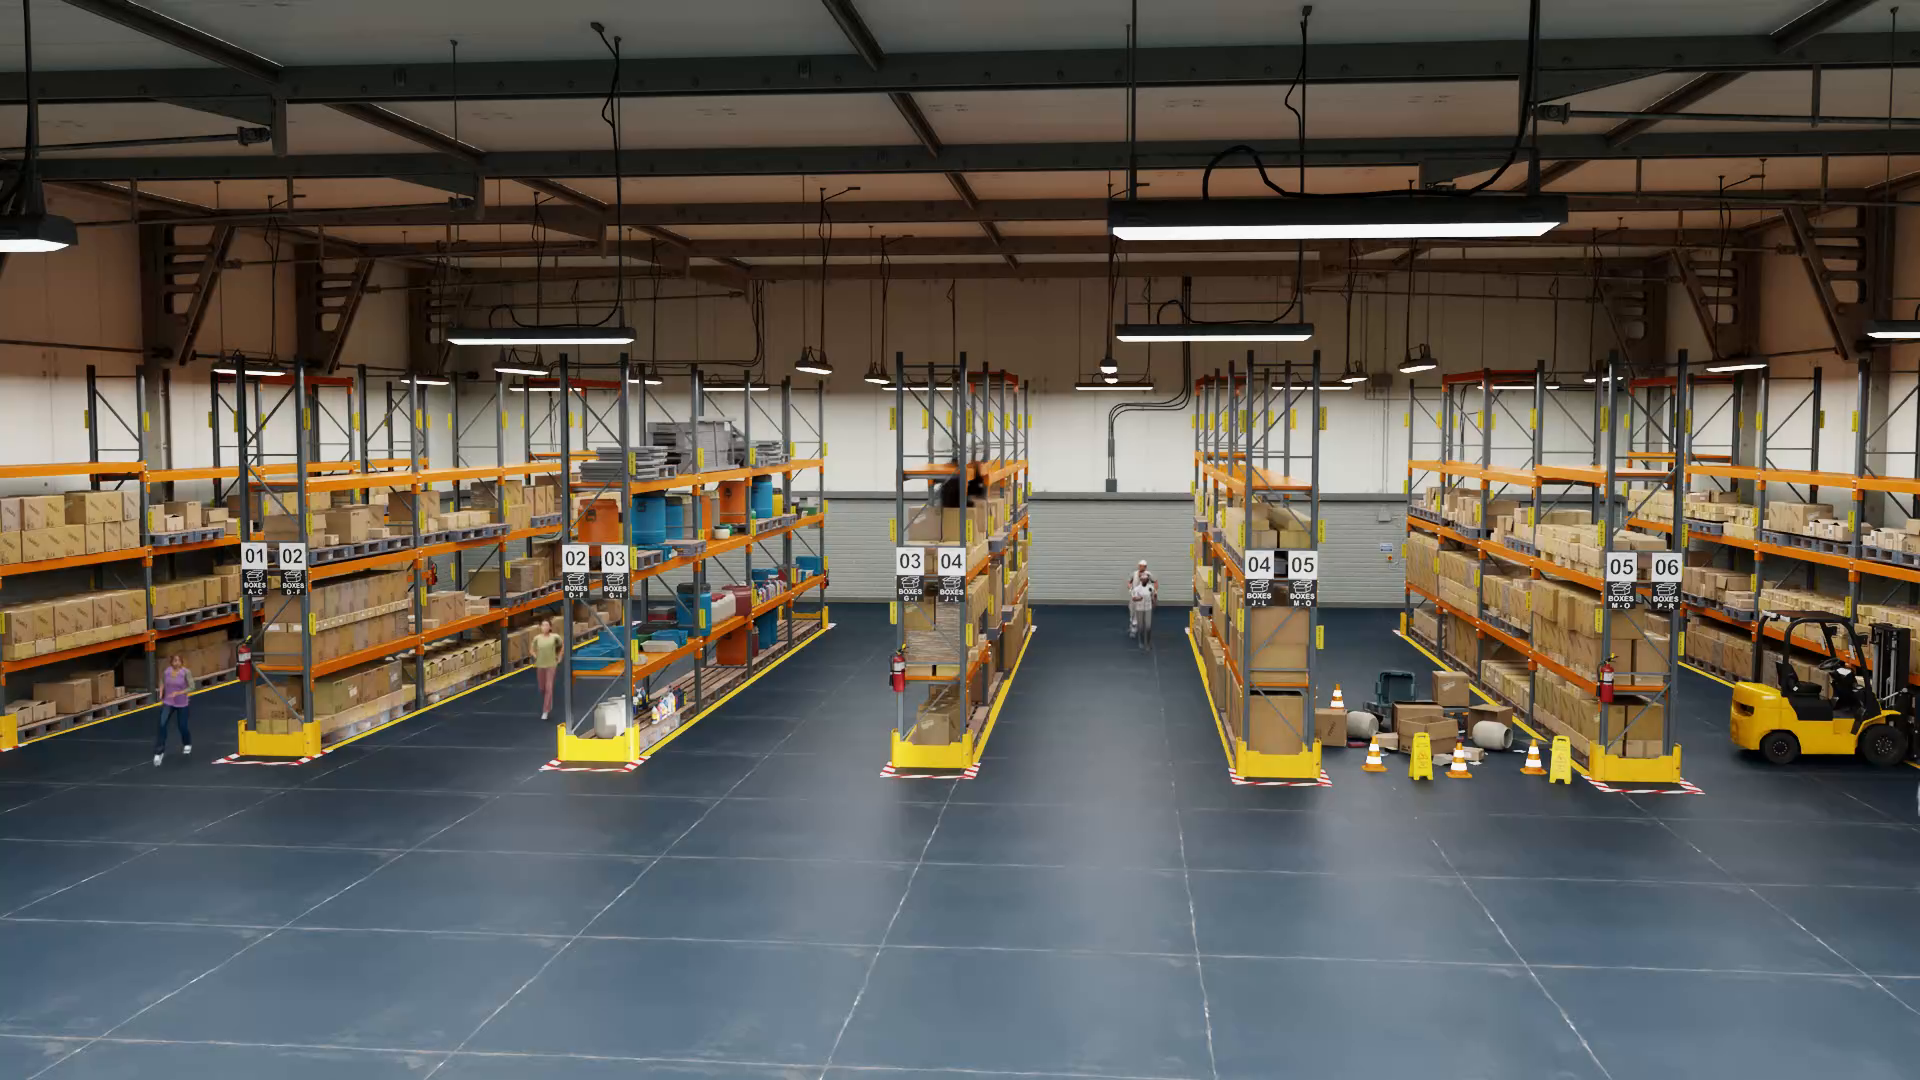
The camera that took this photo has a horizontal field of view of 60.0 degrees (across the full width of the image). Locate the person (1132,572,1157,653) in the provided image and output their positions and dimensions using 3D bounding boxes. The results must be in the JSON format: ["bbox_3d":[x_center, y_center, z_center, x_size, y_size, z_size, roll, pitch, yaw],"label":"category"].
[{"bbox_3d":[4.030,1.579,36.326,0.556,1.757,0.714,0,4,4],"label":"person"}]

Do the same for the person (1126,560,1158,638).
[{"bbox_3d":[4.187,1.346,38.687,0.762,1.772,0.916,2,4,21],"label":"person"}]

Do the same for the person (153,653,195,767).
[{"bbox_3d":[-11.561,2.460,24.544,0.538,1.612,0.830,-1,4,-9],"label":"person"}]

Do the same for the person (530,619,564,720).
[{"bbox_3d":[-6.998,2.161,28.182,0.578,1.663,0.935,0,4,-3],"label":"person"}]
